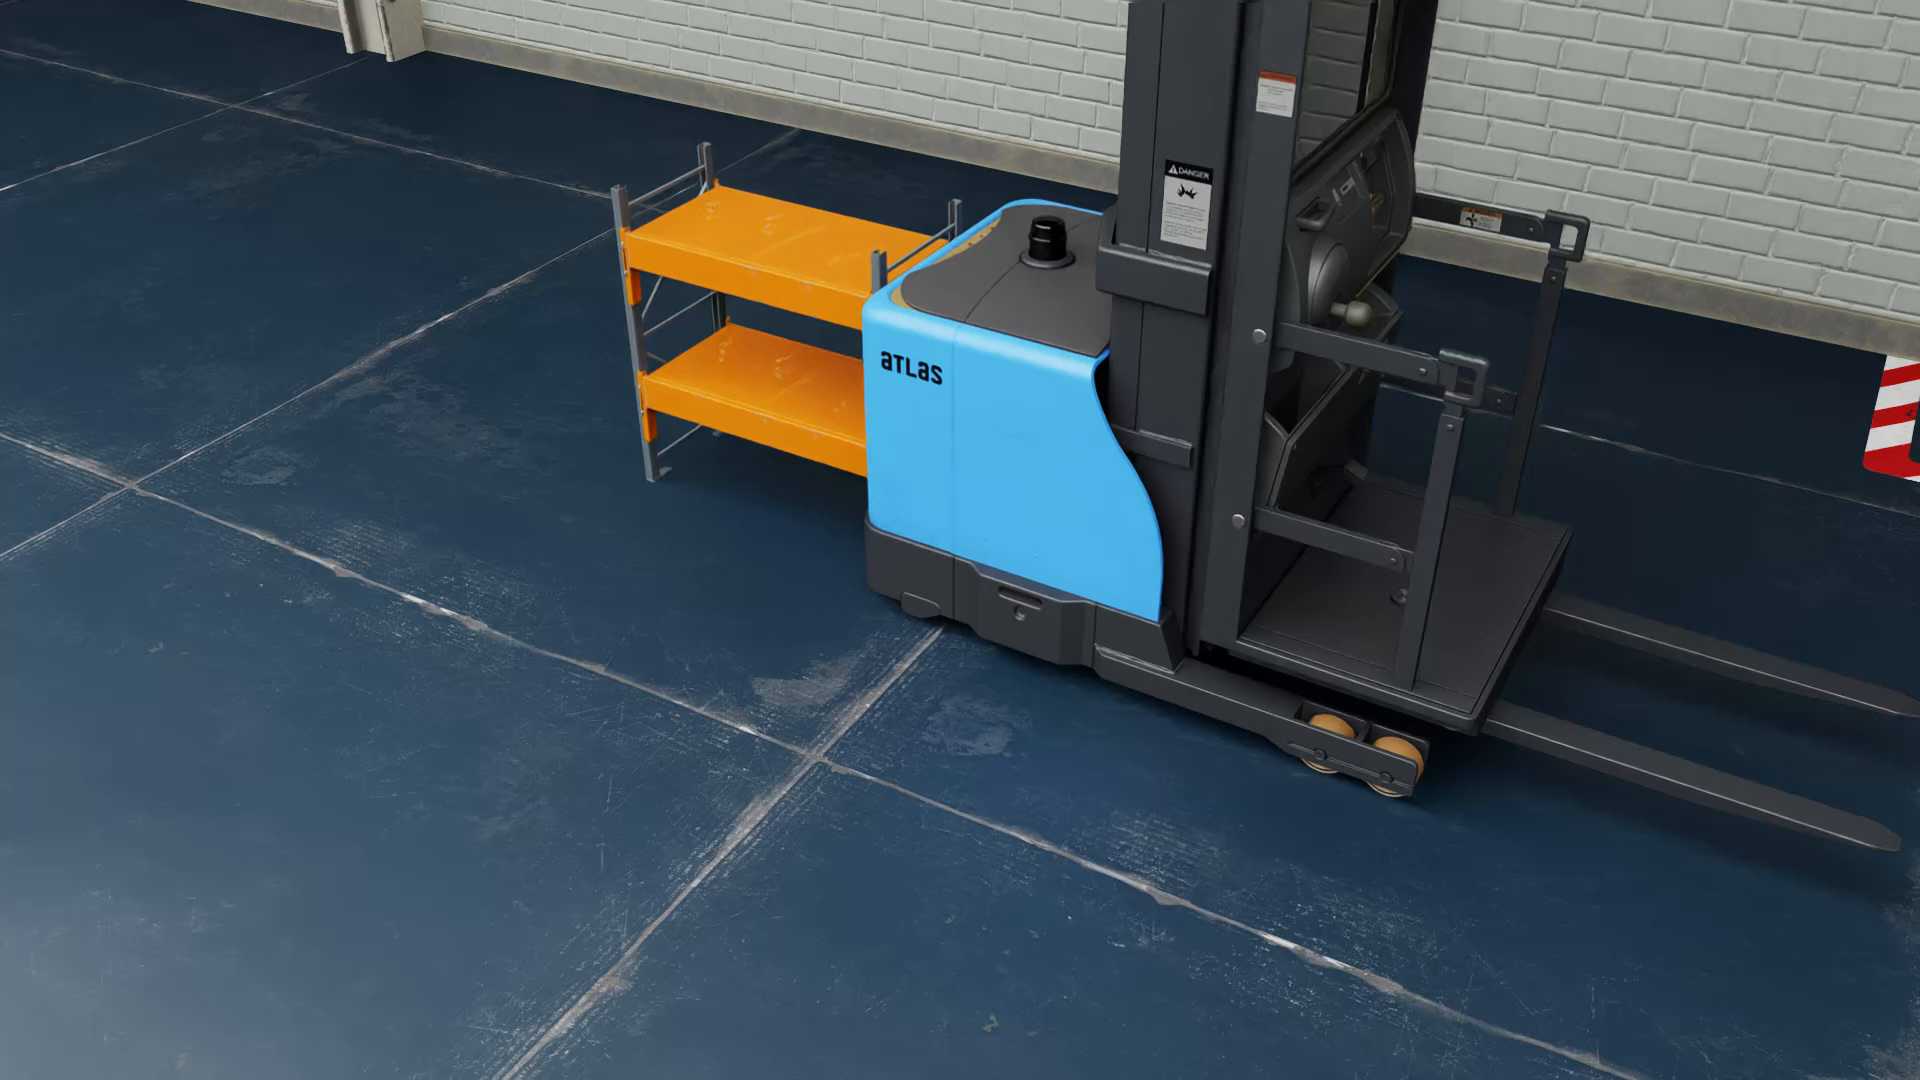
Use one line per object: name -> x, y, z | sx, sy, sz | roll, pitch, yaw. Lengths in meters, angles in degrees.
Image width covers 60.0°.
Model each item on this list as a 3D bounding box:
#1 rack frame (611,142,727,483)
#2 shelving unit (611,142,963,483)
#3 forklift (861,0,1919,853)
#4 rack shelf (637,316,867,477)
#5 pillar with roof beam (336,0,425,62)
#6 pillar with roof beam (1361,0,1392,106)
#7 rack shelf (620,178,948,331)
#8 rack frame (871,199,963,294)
rack frame -> -1.005, -0.799, 5.935 | 0.032, 1.125, 0.500 | 18, 38, 25
shelving unit -> -0.568, -0.656, 5.720 | 1.048, 1.125, 0.538 | 18, 38, 25
forklift -> 1.225, -0.838, 4.363 | 3.031, 2.935, 1.130 | 18, 38, 25
rack shelf -> -0.568, -0.452, 5.855 | 1.000, 0.278, 0.538 | 18, 38, 25
pillar with roof beam -> -5.681, -4.709, 4.702 | 0.400, 9.000, 9.100 | 18, 37, 24
pillar with roof beam -> -0.472, -3.058, 2.224 | 0.400, 9.000, 9.100 | 18, 37, 24
rack shelf -> -0.568, -0.899, 5.558 | 1.000, 0.278, 0.538 | 18, 38, 25
rack frame -> -0.130, -0.512, 5.504 | 0.032, 1.125, 0.500 | 18, 38, 25
